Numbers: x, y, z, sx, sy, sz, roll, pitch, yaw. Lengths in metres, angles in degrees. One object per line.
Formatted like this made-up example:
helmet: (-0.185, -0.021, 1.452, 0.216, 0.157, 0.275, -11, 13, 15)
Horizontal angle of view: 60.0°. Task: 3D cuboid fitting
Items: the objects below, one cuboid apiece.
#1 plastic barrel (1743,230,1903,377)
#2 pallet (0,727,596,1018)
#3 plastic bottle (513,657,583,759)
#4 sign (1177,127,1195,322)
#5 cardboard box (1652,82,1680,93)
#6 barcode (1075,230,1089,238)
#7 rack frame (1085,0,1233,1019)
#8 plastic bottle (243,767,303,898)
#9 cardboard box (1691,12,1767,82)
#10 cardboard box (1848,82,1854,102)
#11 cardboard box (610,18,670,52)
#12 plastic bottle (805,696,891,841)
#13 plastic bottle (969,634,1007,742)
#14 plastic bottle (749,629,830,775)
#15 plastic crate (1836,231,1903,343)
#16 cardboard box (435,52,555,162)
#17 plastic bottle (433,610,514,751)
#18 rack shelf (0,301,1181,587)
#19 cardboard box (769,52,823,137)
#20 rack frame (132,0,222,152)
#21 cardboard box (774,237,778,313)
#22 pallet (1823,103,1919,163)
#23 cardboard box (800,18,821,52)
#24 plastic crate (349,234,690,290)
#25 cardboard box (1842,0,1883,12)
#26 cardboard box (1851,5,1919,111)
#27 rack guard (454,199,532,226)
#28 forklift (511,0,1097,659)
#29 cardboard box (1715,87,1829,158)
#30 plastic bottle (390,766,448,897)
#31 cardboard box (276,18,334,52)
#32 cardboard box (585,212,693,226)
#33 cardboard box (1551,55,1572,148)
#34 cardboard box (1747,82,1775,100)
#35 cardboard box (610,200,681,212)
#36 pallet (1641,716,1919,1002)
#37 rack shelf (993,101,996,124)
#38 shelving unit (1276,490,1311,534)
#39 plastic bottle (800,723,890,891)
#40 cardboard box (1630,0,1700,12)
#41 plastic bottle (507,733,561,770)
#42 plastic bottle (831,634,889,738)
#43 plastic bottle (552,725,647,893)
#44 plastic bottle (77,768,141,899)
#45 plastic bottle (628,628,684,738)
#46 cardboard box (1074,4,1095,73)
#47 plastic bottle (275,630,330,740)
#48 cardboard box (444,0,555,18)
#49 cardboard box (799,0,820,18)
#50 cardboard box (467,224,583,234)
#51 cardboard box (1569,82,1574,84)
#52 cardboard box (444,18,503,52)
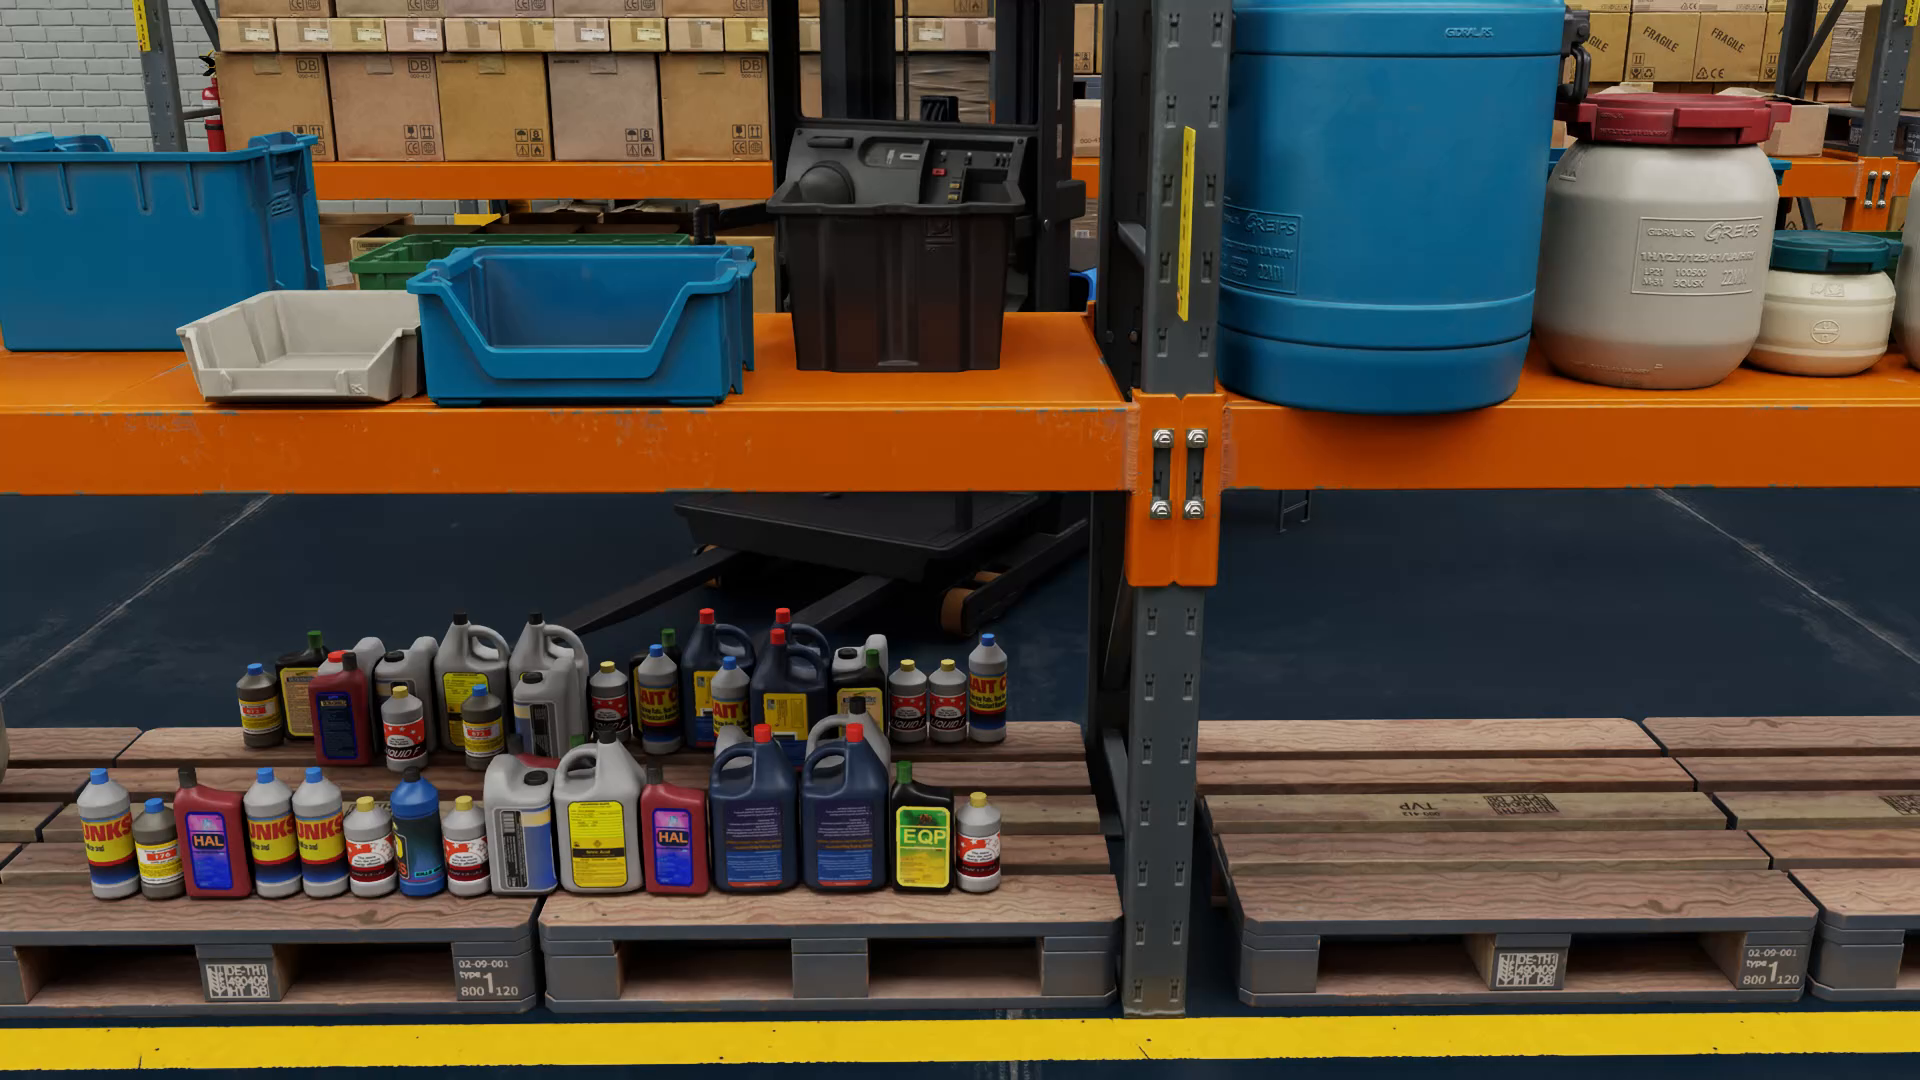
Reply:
plastic barrel: (1.722, -0.481, 3.362, 0.301, 0.262, 0.301, 0, 18, 0)
pallet: (-1.499, 0.738, 3.901, 1.213, 0.211, 1.003, 0, 18, -1)
plastic bottle: (-1.004, 0.426, 4.049, 0.135, 0.276, 0.152, 0, 18, -1)
sign: (0.394, -0.551, 2.901, 0.005, 0.325, 0.100, 0, 18, -1)
cardboard box: (5.341, -3.466, 12.819, 0.250, 0.149, 0.380, 0, 18, -1)
barcode: (0.584, -1.450, 7.958, 0.075, 0.075, 0.001, 0, 18, -1)
rack frame: (0.396, -0.587, 3.467, 0.127, 3.000, 1.000, 0, 18, -1)
plastic bottle: (-1.443, 0.607, 3.492, 0.097, 0.271, 0.097, 0, 18, 0)
cardboard box: (5.749, -3.757, 12.665, 0.500, 0.500, 0.500, 0, 18, -1)
cardboard box: (6.885, -3.457, 12.793, 0.250, 0.149, 0.380, 0, 18, -1)
cardboard box: (-1.482, -2.382, 7.836, 0.250, 0.149, 0.380, 0, 18, 1)
plastic bottle: (-0.245, 0.512, 3.658, 0.185, 0.351, 0.144, 0, 18, -1)
plastic bottle: (0.071, 0.370, 4.229, 0.097, 0.271, 0.097, 0, 18, 0)
plastic bottle: (-0.415, 0.386, 4.050, 0.185, 0.351, 0.144, 0, 18, -1)
plastic crate: (2.133, -0.581, 3.794, 0.662, 0.188, 0.450, 0, 18, -1)
cardboard box: (-2.189, -2.131, 8.117, 0.500, 0.500, 0.700, 0, 18, 0)
plastic bottle: (-1.217, 0.346, 4.175, 0.185, 0.351, 0.144, 0, 18, 1)
rack shelf: (-1.603, -0.235, 3.547, 4.000, 0.370, 1.077, 0, 18, -1)
cardboard box: (-0.649, -2.139, 8.141, 0.500, 0.500, 0.700, 0, 18, -1)
rack frame: (-3.678, -2.081, 8.123, 0.127, 3.000, 1.000, 0, 18, -1)
cardboard box: (-0.639, -1.280, 8.213, 0.500, 0.500, 0.500, 0, 18, -1)
pallet: (4.998, -2.053, 8.350, 1.003, 0.211, 1.213, 0, 18, -1)
cardboard box: (-0.718, -2.385, 7.848, 0.250, 0.149, 0.380, 0, 18, -1)
plastic crate: (-0.965, -0.566, 3.748, 0.662, 0.188, 0.450, 0, 18, -1)
cardboard box: (6.754, -4.125, 12.585, 0.500, 0.250, 0.500, 0, 18, 0)
cardboard box: (4.949, -2.404, 8.281, 0.500, 0.500, 0.700, -6, 19, -19)
rack guard: (-3.684, -2.404, 13.222, 0.348, 0.500, 1.175, 0, 18, -1)
forklift: (-0.297, -1.228, 5.579, 1.130, 2.935, 3.031, 9, 20, 27)
cardboard box: (3.957, -2.088, 8.293, 0.500, 0.311, 0.500, 1, 18, 3)
plastic bottle: (-1.140, 0.605, 3.497, 0.097, 0.271, 0.097, 0, 18, 0)
cardboard box: (-3.018, -2.375, 7.816, 0.250, 0.149, 0.380, -1, 18, -2)
cardboard box: (-1.647, -1.433, 8.691, 0.500, 0.500, 0.500, 0, 18, -1)
cardboard box: (2.644, -2.154, 8.187, 0.500, 0.500, 0.500, -1, 18, -4)
cardboard box: (6.106, -3.464, 12.813, 0.250, 0.149, 0.380, 0, 18, -1)
cardboard box: (-2.496, -2.501, 13.116, 0.500, 0.311, 0.500, 1, 18, 4)
pallet: (2.404, 0.718, 3.963, 1.213, 0.211, 1.003, 0, 18, -1)
rack shelf: (2.240, -3.280, 13.039, 4.000, 0.370, 1.077, 0, 18, -1)
shelving unit: (1.159, -0.673, 6.680, 0.503, 1.200, 0.258, 15, 23, 38)
plastic bottle: (-0.243, 0.556, 3.520, 0.185, 0.351, 0.144, -1, 18, -2)
cardboard box: (5.235, -4.114, 12.551, 0.500, 0.250, 0.500, -1, 18, -2)
plastic bottle: (-0.923, 0.558, 3.626, 0.133, 0.283, 0.061, 0, 18, -1)
plastic bottle: (-0.252, 0.378, 4.197, 0.135, 0.276, 0.152, 0, 18, 1)
plastic bottle: (-0.758, 0.558, 3.513, 0.185, 0.351, 0.144, 0, 18, -1)
plastic bottle: (-1.785, 0.608, 3.487, 0.097, 0.271, 0.097, 0, 18, 0)
plastic bottle: (-0.772, 0.363, 4.232, 0.133, 0.283, 0.061, 1, 18, 2)
cardboard box: (0.749, -3.862, 12.792, 0.500, 0.500, 0.700, 0, 18, -1)
plastic bottle: (-1.657, 0.367, 4.219, 0.133, 0.283, 0.061, 0, 18, 0)
cardboard box: (-2.128, -2.751, 7.927, 0.500, 0.500, 0.700, 0, 18, -1)
cardboard box: (-0.627, -2.758, 7.948, 0.500, 0.500, 0.700, 0, 18, -1)
cardboard box: (-2.138, -1.272, 8.190, 0.500, 0.500, 0.500, 0, 18, -1)
cardboard box: (4.572, -3.453, 12.779, 0.250, 0.149, 0.380, -1, 18, -2)
cardboard box: (-2.250, -2.379, 7.826, 0.250, 0.149, 0.380, -1, 18, -3)
